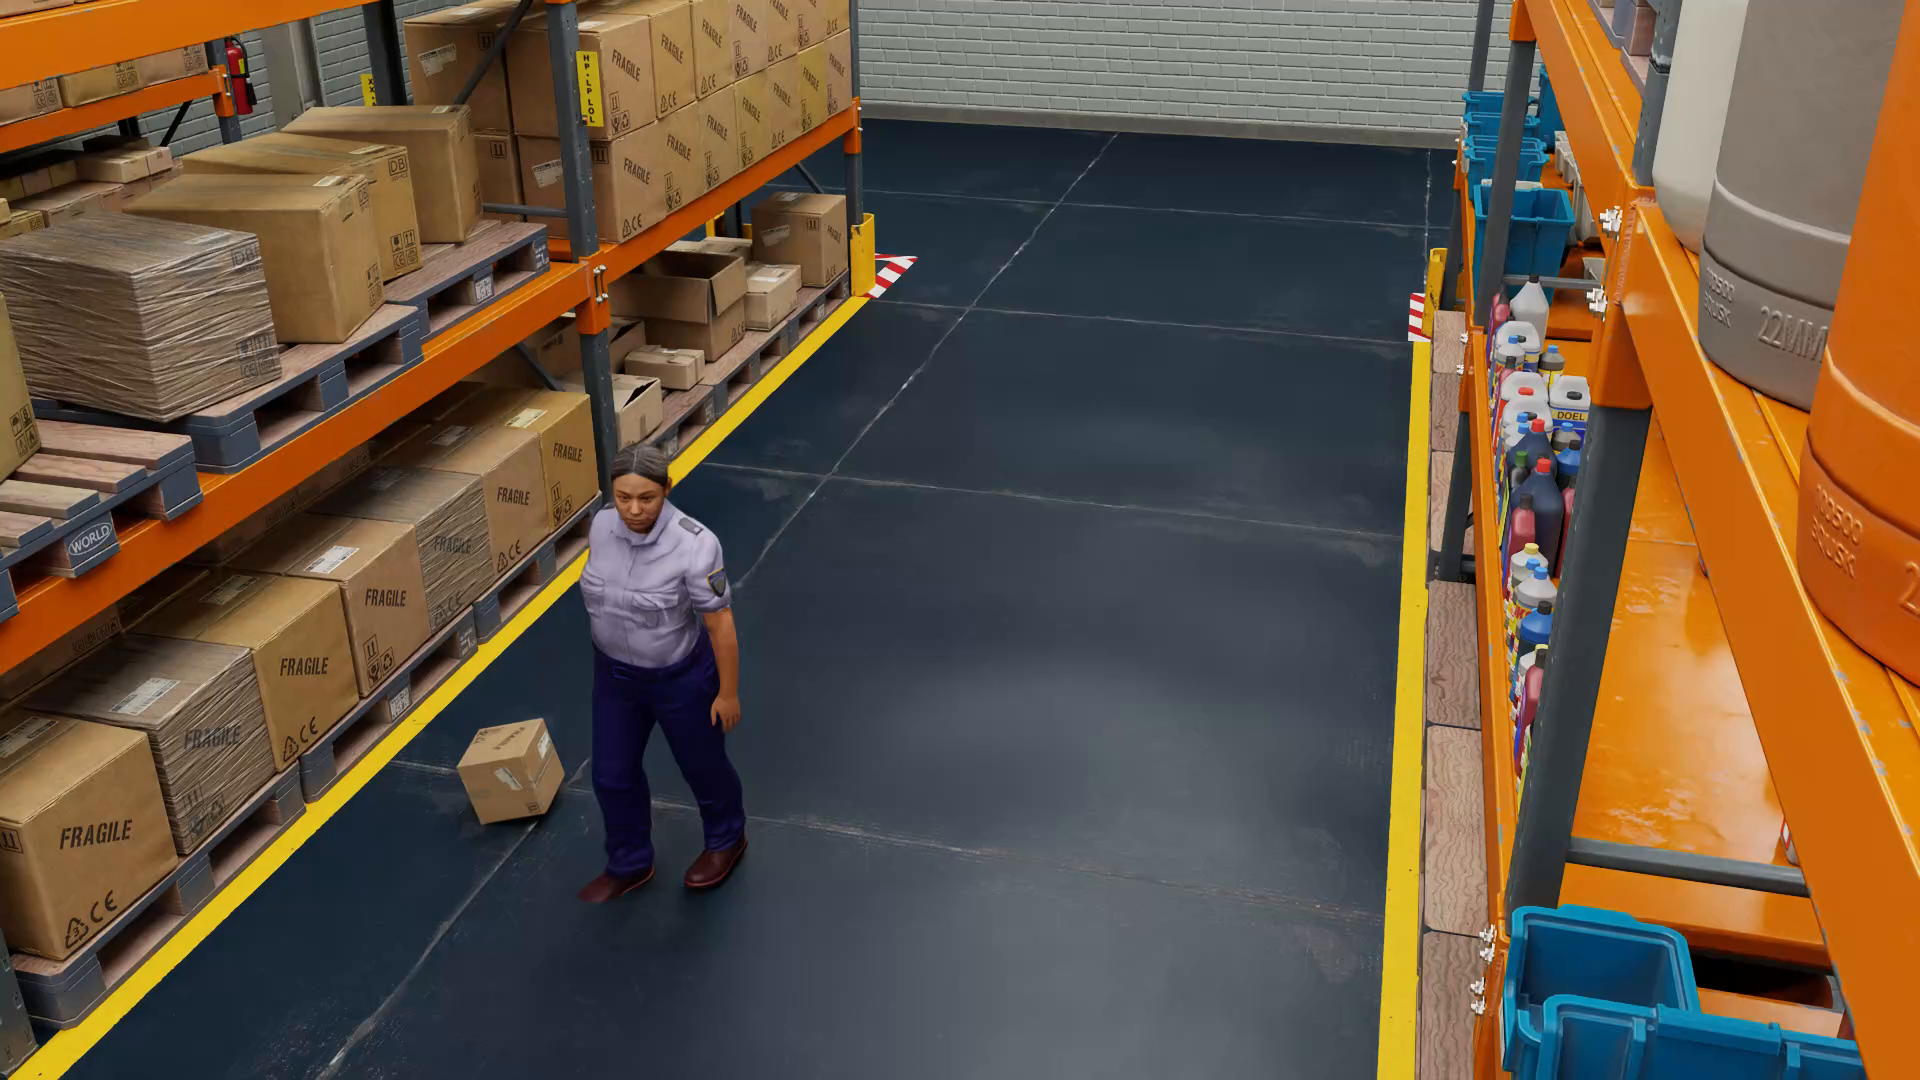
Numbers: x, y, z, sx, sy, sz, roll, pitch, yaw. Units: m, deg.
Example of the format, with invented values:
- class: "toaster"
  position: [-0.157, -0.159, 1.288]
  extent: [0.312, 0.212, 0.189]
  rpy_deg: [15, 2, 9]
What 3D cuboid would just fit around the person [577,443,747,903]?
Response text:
- class: "person"
  position: [-0.938, 0.437, 5.272]
  extent: [0.587, 1.703, 0.499]
  rpy_deg: [11, 28, 22]
